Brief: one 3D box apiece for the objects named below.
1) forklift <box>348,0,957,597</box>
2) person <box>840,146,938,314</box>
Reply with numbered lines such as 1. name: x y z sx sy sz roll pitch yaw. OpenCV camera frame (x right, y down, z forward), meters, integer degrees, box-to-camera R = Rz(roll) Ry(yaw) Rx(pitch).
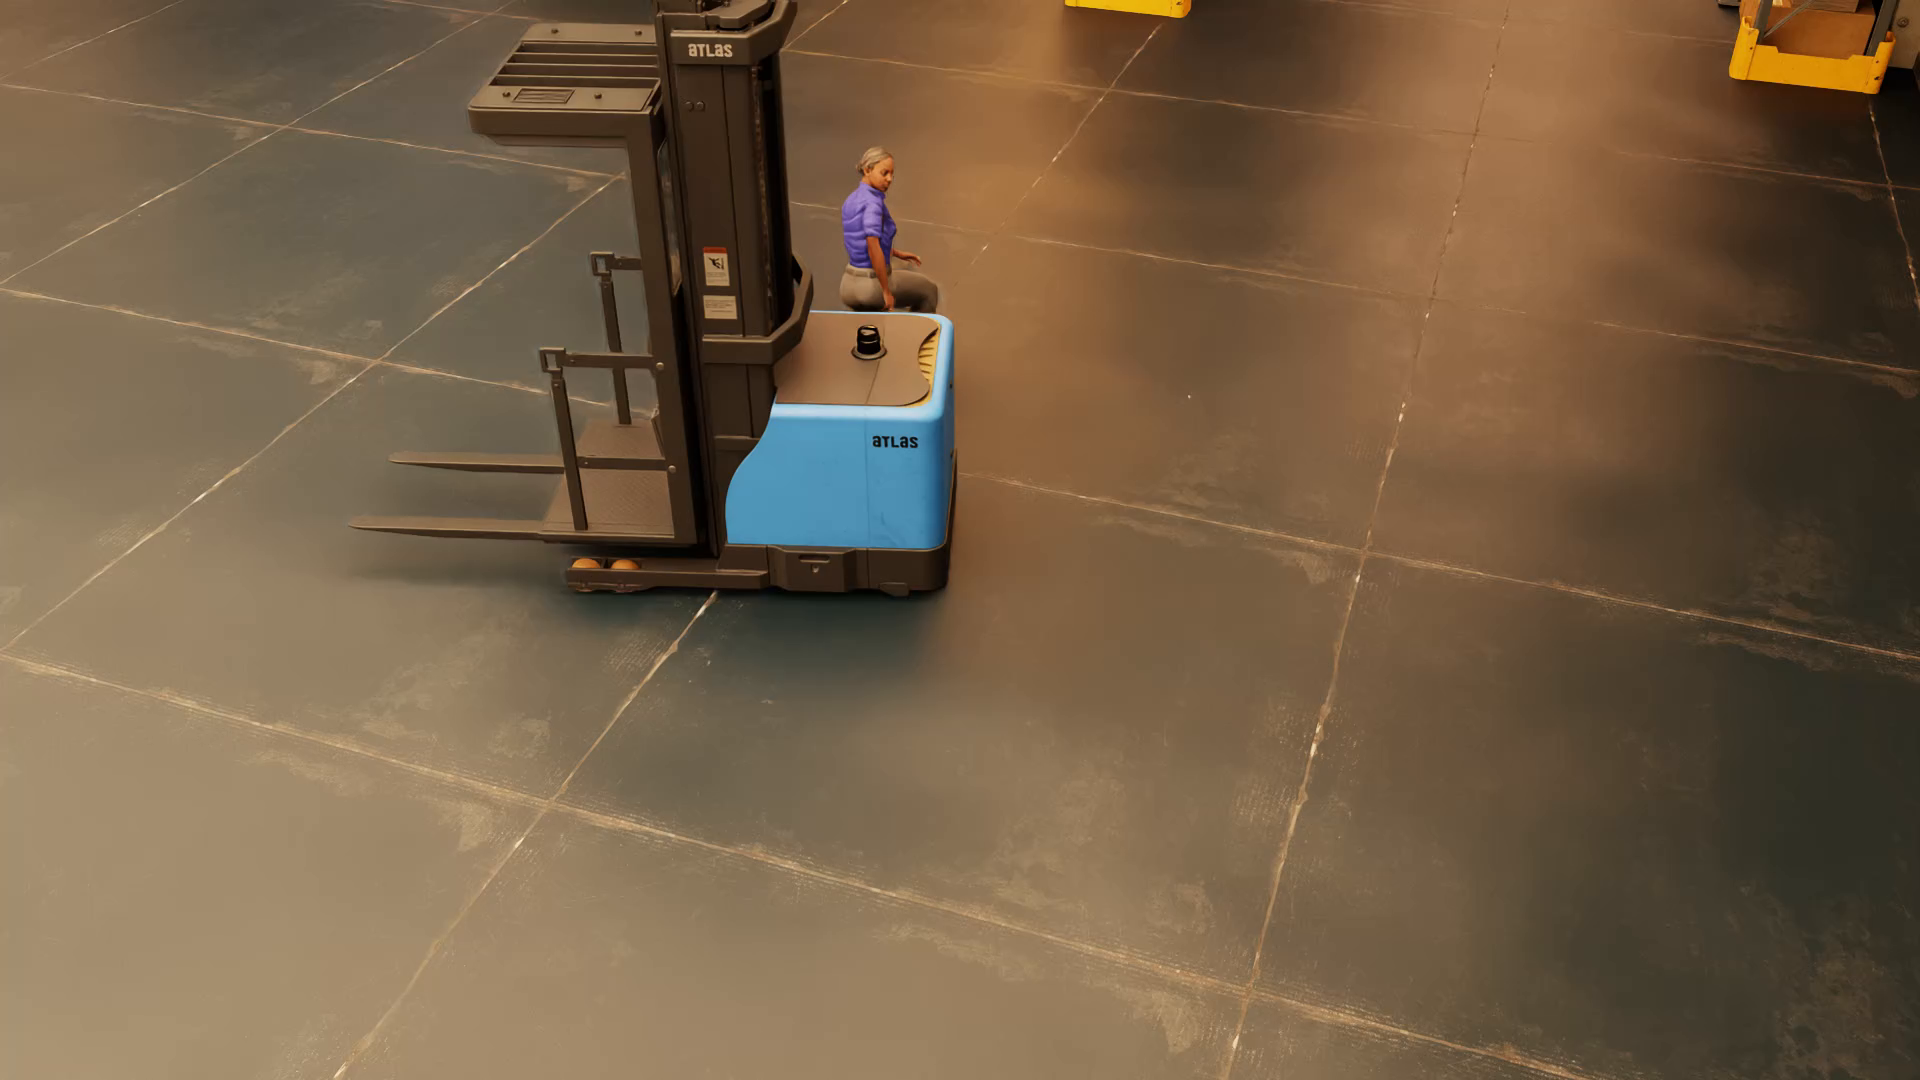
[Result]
1. forklift: -1.553 -1.234 7.851 3.031 2.935 1.130 2 35 2
2. person: -0.393 -1.533 9.585 0.699 1.453 0.687 -28 44 -33
